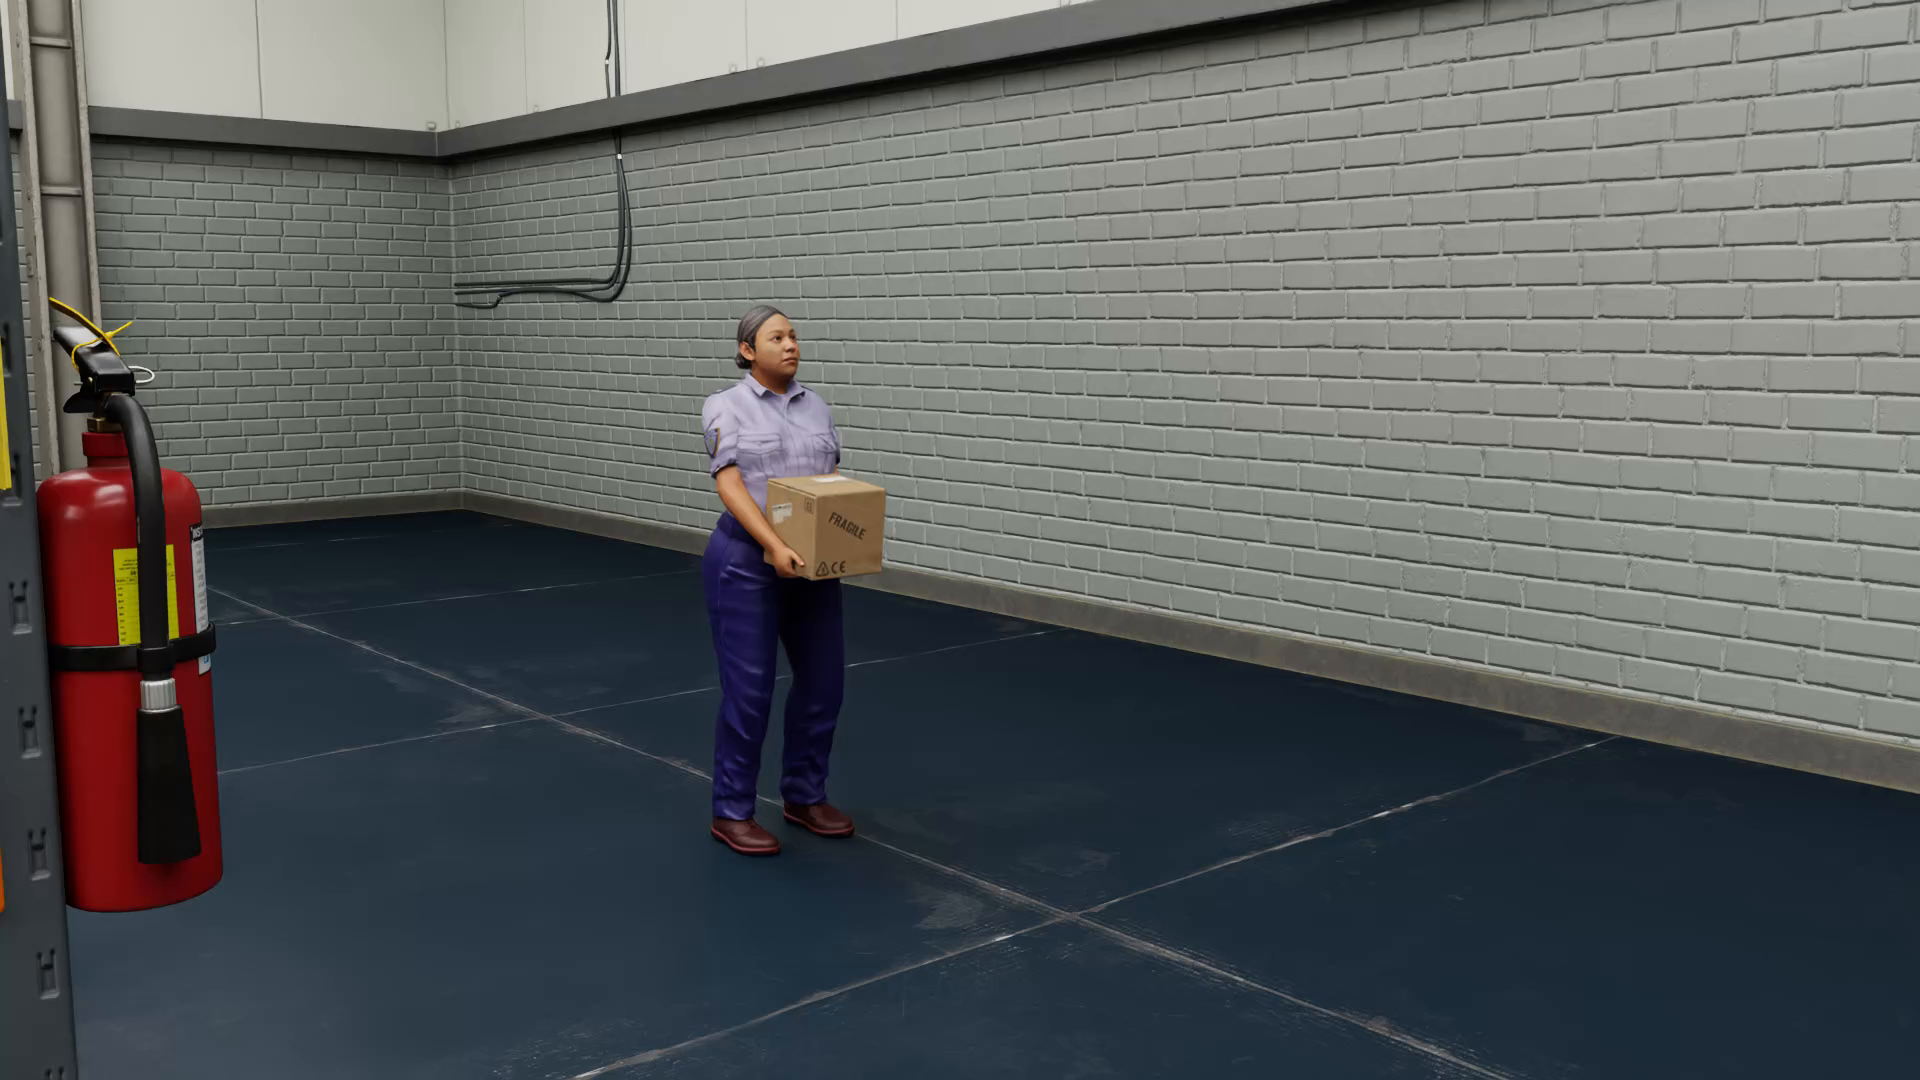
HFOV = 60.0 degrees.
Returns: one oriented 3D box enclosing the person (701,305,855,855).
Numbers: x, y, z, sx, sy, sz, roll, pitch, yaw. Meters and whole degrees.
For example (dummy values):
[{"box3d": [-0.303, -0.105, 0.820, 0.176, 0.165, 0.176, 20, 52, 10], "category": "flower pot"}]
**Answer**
[{"box3d": [-0.508, 0.114, 5.028, 0.452, 1.634, 0.523, -6, 10, -41], "category": "person"}]
